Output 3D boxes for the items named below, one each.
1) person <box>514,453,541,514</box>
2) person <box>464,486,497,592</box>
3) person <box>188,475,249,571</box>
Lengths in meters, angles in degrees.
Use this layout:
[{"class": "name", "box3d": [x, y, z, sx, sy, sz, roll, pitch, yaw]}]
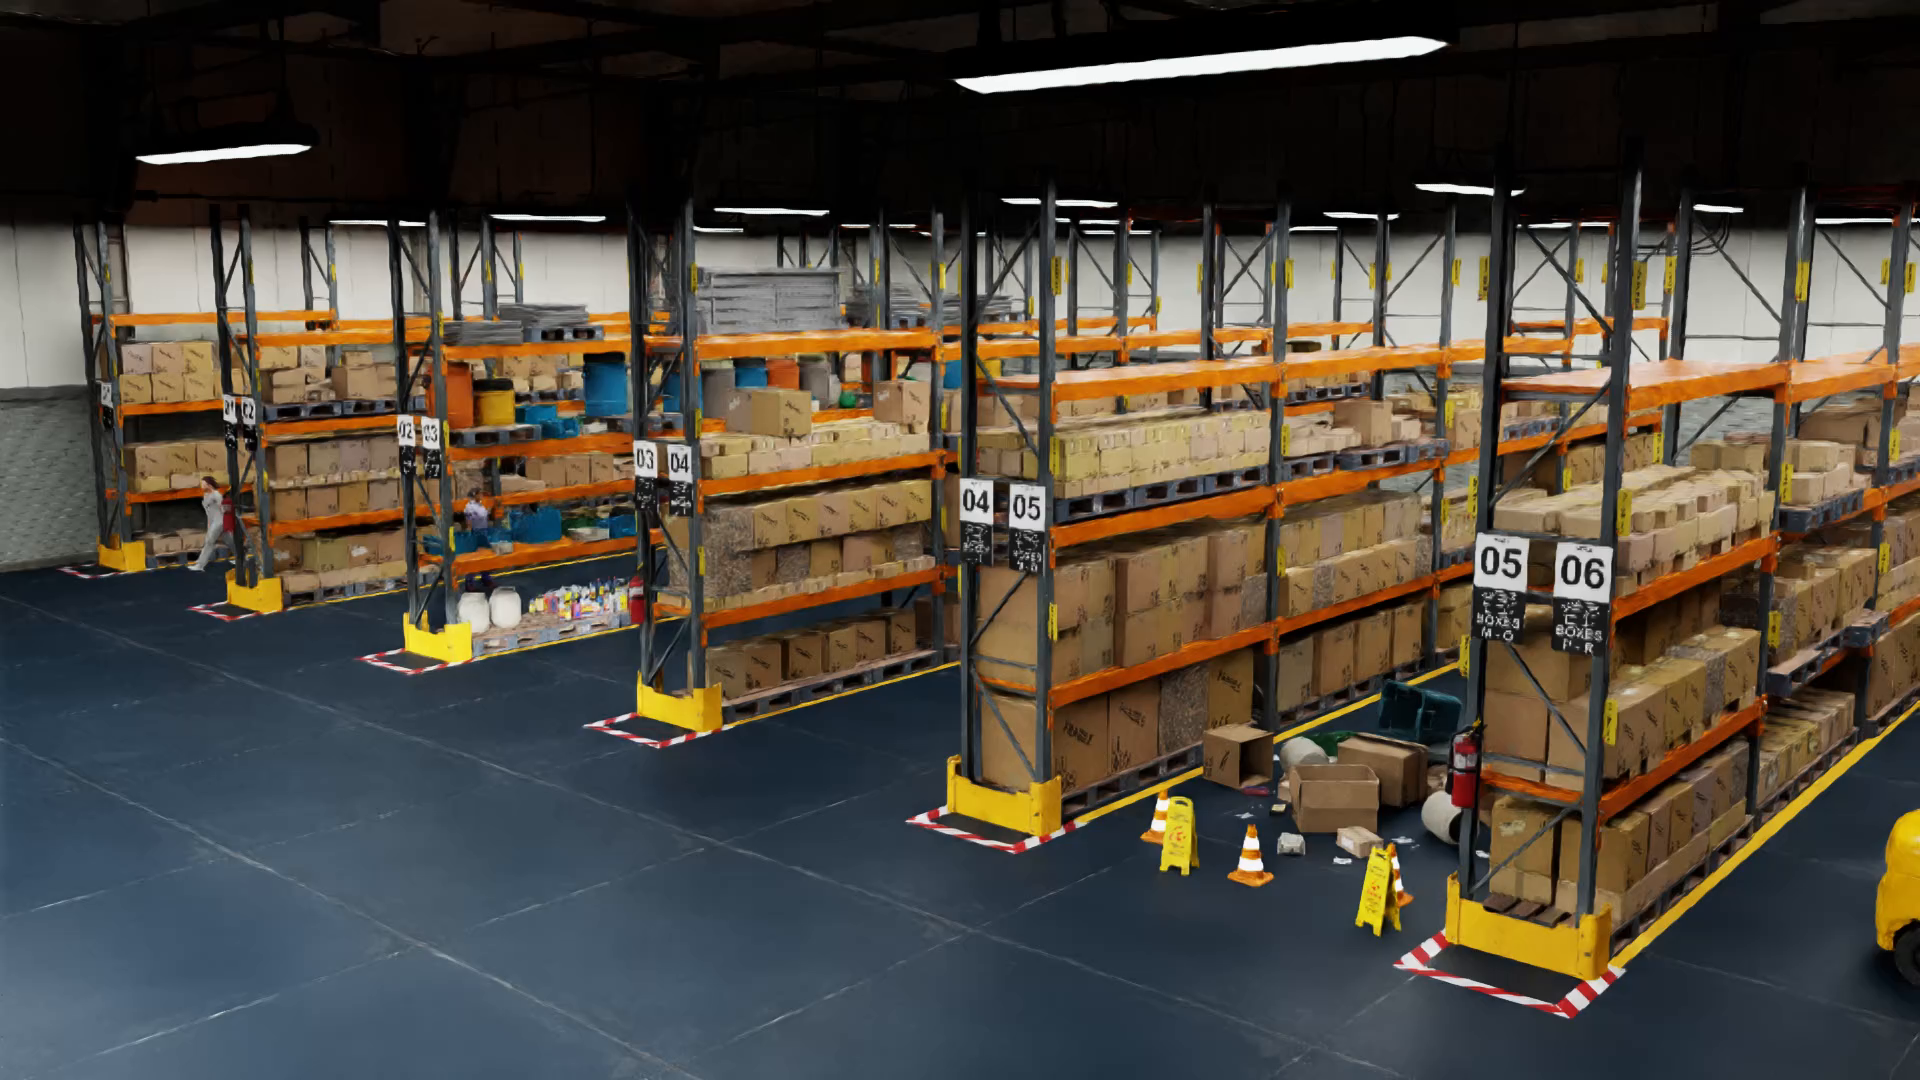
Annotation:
[{"class": "person", "box3d": [-8.483, -1.024, 32.364, 0.543, 1.648, 1.115, 9, 13, 43]}, {"class": "person", "box3d": [-7.650, -0.027, 26.441, 0.429, 1.642, 0.533, 2, 10, 10]}, {"class": "person", "box3d": [-12.681, -0.317, 28.267, 0.446, 1.590, 1.110, 9, 13, 42]}]
